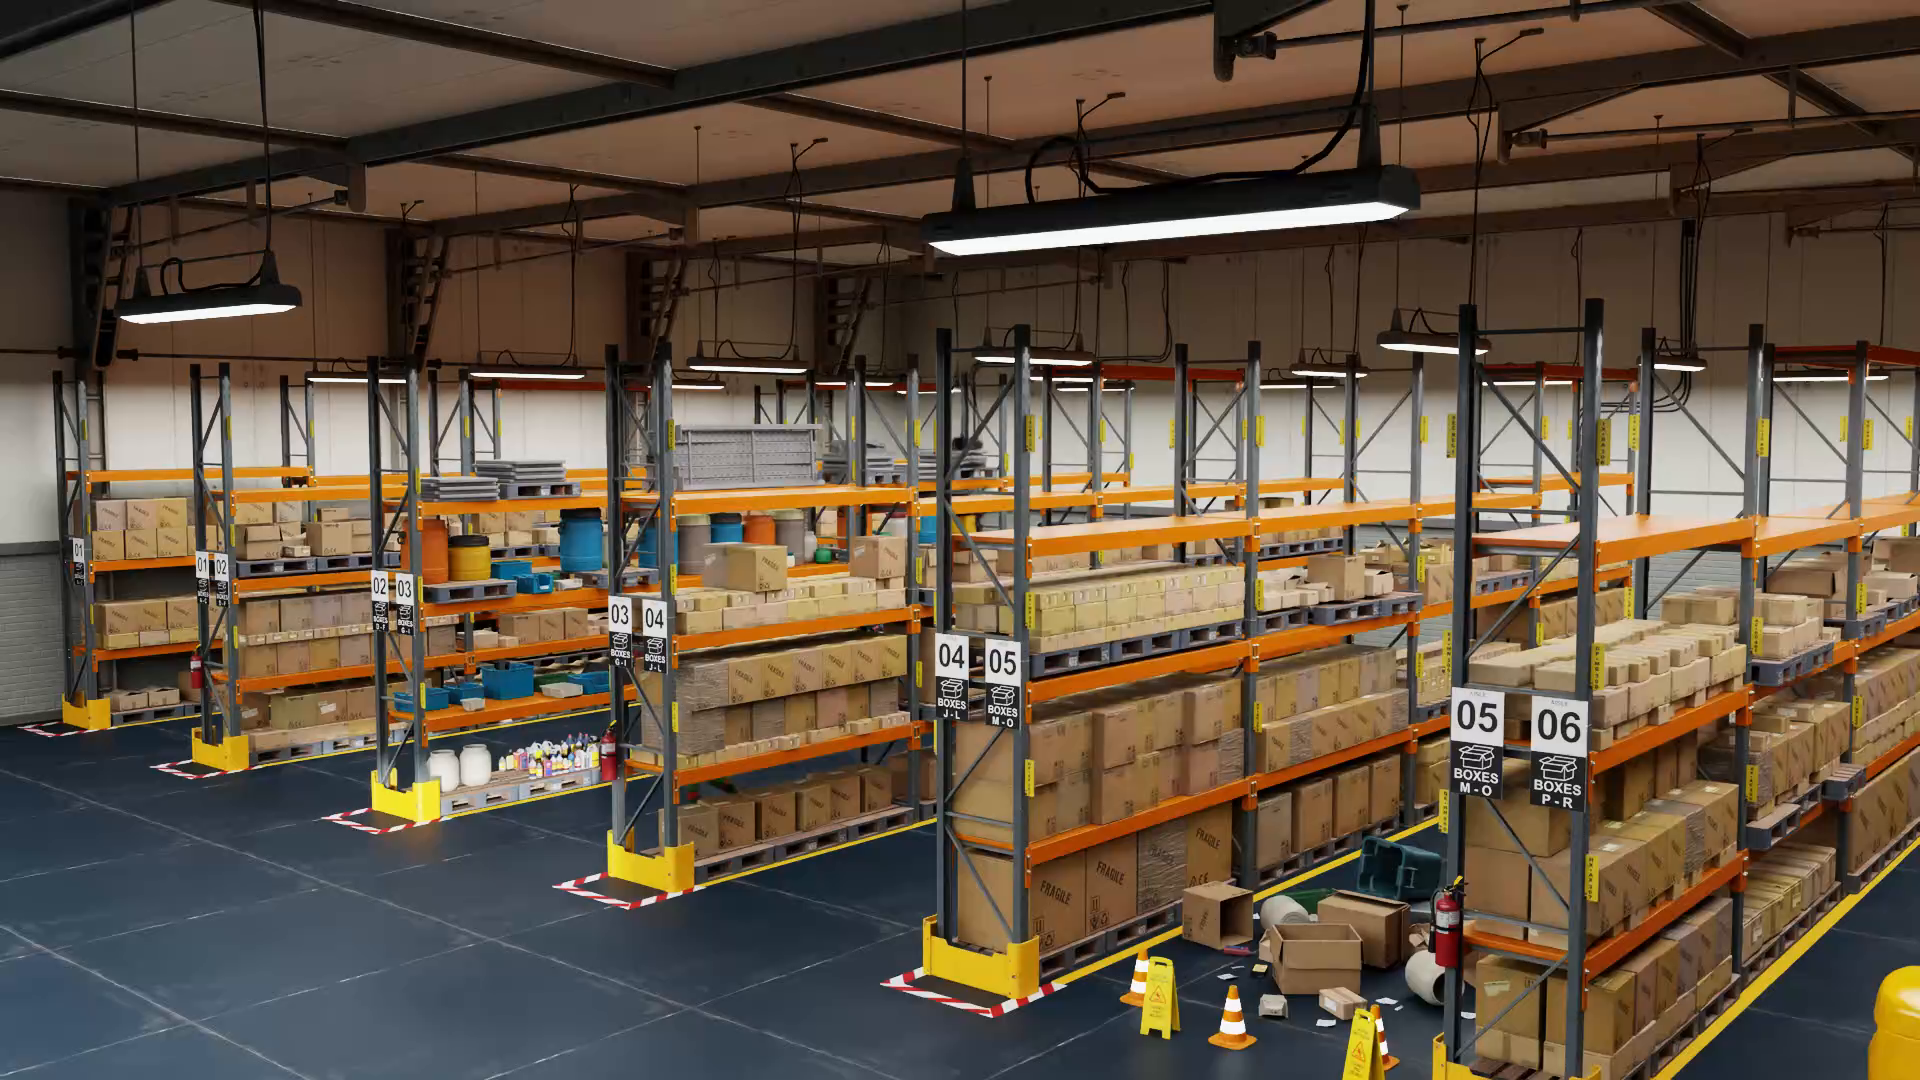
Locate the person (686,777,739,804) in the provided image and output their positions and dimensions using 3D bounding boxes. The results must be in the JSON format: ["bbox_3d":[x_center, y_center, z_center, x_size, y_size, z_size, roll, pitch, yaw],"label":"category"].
[{"bbox_3d":[-3.259,2.768,21.544,0.670,1.779,0.996,3,5,36],"label":"person"}]

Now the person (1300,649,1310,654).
[{"bbox_3d":[5.224,2.484,25.241,0.568,1.678,0.940,3,5,35],"label":"person"}]
